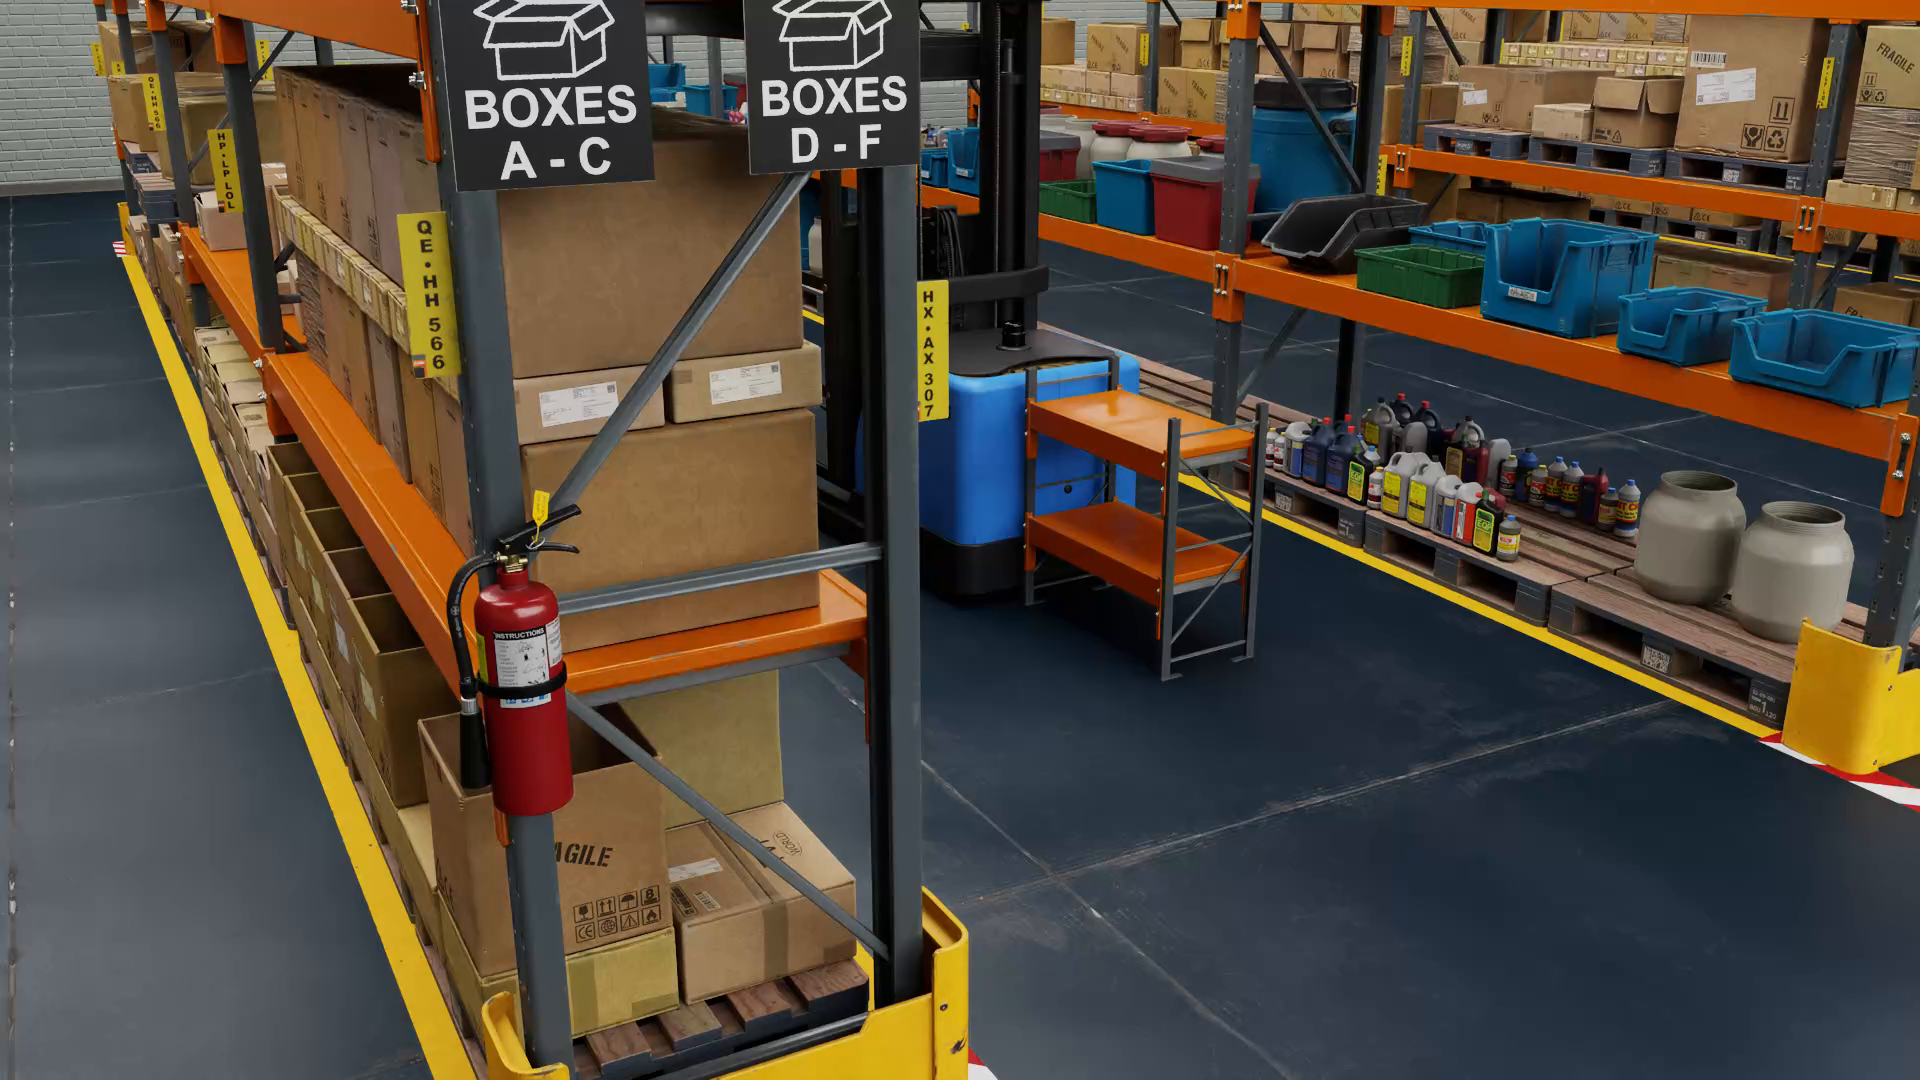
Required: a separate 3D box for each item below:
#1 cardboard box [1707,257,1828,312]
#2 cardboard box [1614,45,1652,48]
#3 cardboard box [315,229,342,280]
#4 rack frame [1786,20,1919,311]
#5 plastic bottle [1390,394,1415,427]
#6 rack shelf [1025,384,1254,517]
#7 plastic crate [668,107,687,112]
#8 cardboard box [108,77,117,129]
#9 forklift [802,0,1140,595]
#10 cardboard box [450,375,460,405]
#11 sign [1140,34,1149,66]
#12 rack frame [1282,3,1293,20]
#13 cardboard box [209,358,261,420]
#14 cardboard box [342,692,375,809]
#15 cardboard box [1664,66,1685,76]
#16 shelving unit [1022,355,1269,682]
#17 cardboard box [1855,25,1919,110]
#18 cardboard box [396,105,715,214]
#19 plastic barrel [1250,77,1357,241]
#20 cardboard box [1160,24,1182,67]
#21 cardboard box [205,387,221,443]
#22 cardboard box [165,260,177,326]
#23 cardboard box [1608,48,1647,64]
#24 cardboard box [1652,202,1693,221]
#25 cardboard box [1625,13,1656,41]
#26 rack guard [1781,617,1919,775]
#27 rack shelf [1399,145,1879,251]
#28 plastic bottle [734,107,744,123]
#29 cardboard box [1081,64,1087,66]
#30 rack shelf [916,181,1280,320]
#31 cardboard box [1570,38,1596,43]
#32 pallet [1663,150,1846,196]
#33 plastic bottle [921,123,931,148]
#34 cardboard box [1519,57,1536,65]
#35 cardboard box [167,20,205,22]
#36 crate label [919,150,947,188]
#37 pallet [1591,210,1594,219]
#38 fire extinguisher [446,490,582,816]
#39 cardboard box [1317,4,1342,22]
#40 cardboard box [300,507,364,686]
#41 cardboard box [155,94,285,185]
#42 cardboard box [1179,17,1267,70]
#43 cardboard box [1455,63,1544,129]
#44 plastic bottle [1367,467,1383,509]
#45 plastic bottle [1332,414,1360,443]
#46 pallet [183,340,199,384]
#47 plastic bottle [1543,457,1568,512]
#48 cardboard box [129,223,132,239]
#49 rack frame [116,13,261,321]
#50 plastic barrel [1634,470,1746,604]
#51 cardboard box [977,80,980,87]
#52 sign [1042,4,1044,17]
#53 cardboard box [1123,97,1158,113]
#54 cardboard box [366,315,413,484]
[{"bbox_3d":[5.985,-1.792,12.383,0.700,0.500,0.500,-12,22,-31],"label":"cardboard box"},{"bbox_3d":[7.722,-5.600,19.090,0.380,0.149,0.250,-11,22,-28],"label":"cardboard box"},{"bbox_3d":[-2.019,-1.006,5.801,0.380,0.149,0.250,-11,22,-28],"label":"cardboard box"},{"bbox_3d":[6.257,-2.586,11.527,1.000,3.000,0.127,-10,21,-27],"label":"rack frame"},{"bbox_3d":[2.458,-0.634,9.257,0.144,0.351,0.185,-11,22,-28],"label":"plastic bottle"},{"bbox_3d":[0.777,-0.406,7.187,0.538,0.278,1.000,-11,22,-30],"label":"rack shelf"},{"bbox_3d":[-2.668,-4.293,16.805,0.437,0.125,0.590,-10,21,-27],"label":"plastic crate"},{"bbox_3d":[-7.933,-4.229,16.136,0.500,0.500,0.500,-10,22,-27],"label":"cardboard box"},{"bbox_3d":[-0.328,-1.561,8.662,1.130,2.935,3.031,-11,22,-30],"label":"forklift"},{"bbox_3d":[-1.038,-0.413,4.083,0.380,0.149,0.250,-9,21,-25],"label":"cardboard box"},{"bbox_3d":[1.971,-5.243,17.778,0.100,0.325,0.005,-10,21,-27],"label":"sign"},{"bbox_3d":[4.972,-6.770,23.652,1.000,3.000,0.127,-10,21,-27],"label":"rack frame"},{"bbox_3d":[-3.875,-0.873,9.273,0.500,0.311,0.500,-11,22,-28],"label":"cardboard box"},{"bbox_3d":[-1.801,0.660,5.691,0.500,0.250,0.500,-10,21,-27],"label":"cardboard box"},{"bbox_3d":[7.762,-4.988,17.775,0.380,0.149,0.250,-10,21,-27],"label":"cardboard box"},{"bbox_3d":[0.777,-0.130,7.282,0.538,1.125,1.048,-11,22,-30],"label":"shelving unit"},{"bbox_3d":[6.247,-3.078,10.810,0.500,0.500,0.500,-10,21,-27],"label":"cardboard box"},{"bbox_3d":[-1.053,-0.866,4.401,0.700,0.500,0.500,-11,22,-28],"label":"cardboard box"},{"bbox_3d":[1.982,-2.214,9.679,0.600,0.901,0.708,-10,21,-27],"label":"plastic barrel"},{"bbox_3d":[2.456,-5.484,18.549,0.500,0.500,0.500,-10,21,-27],"label":"cardboard box"},{"bbox_3d":[-4.132,-0.760,9.806,0.500,0.250,0.500,-11,22,-28],"label":"cardboard box"},{"bbox_3d":[-5.752,-1.903,12.705,0.500,0.500,0.500,-10,21,-26],"label":"cardboard box"},{"bbox_3d":[7.400,-5.350,18.368,0.380,0.149,0.250,-9,21,-25],"label":"cardboard box"},{"bbox_3d":[7.985,-3.788,18.200,0.500,0.500,0.500,-9,21,-24],"label":"cardboard box"},{"bbox_3d":[9.998,-7.467,23.986,0.500,0.500,0.500,-10,21,-26],"label":"cardboard box"},{"bbox_3d":[3.720,0.497,6.426,1.175,0.500,0.348,-10,21,-27],"label":"rack guard"},{"bbox_3d":[5.308,-2.820,13.308,1.077,0.370,4.000,-10,21,-27],"label":"rack shelf"},{"bbox_3d":[-2.038,-3.850,15.370,0.061,0.283,0.133,-10,21,-27],"label":"plastic bottle"},{"bbox_3d":[1.756,-5.562,19.925,0.500,0.250,0.500,-10,21,-27],"label":"cardboard box"},{"bbox_3d":[0.949,-2.053,11.085,1.077,0.370,4.000,-10,21,-27],"label":"rack shelf"},{"bbox_3d":[9.520,-7.290,25.006,0.500,0.500,0.500,-10,22,-27],"label":"cardboard box"},{"bbox_3d":[6.022,-2.737,12.259,1.003,0.211,1.213,-10,21,-27],"label":"pallet"},{"bbox_3d":[-0.275,-3.331,13.864,0.061,0.283,0.133,-10,21,-27],"label":"plastic bottle"},{"bbox_3d":[6.779,-5.584,19.500,0.380,0.149,0.250,-10,22,-28],"label":"cardboard box"},{"bbox_3d":[-7.708,-4.932,16.640,0.500,0.500,0.500,-10,22,-27],"label":"cardboard box"},{"bbox_3d":[-0.131,-2.709,12.140,0.303,0.233,0.416,-10,21,-27],"label":"crate label"},{"bbox_3d":[7.243,-4.080,20.132,1.003,0.211,1.213,-10,21,-27],"label":"pallet"},{"bbox_3d":[-0.916,0.238,3.461,0.296,0.674,0.183,-10,21,-27],"label":"fire extinguisher"},{"bbox_3d":[5.197,-7.117,22.515,0.500,0.500,0.500,-9,21,-25],"label":"cardboard box"},{"bbox_3d":[-2.043,0.163,5.983,0.500,0.500,0.500,-10,21,-27],"label":"cardboard box"},{"bbox_3d":[-4.760,-2.610,10.799,0.500,0.500,0.700,16,25,39],"label":"cardboard box"},{"bbox_3d":[2.769,-5.222,17.475,0.797,0.503,0.637,-11,22,-28],"label":"cardboard box"},{"bbox_3d":[4.650,-3.831,14.338,0.500,0.500,0.500,-13,23,-33],"label":"cardboard box"},{"bbox_3d":[2.120,-0.269,8.427,0.097,0.201,0.097,0,19,0],"label":"plastic bottle"},{"bbox_3d":[2.043,-0.501,8.871,0.144,0.351,0.185,-10,21,-27],"label":"plastic bottle"},{"bbox_3d":[-5.259,-1.453,12.517,1.003,0.211,1.213,-10,21,-27],"label":"pallet"},{"bbox_3d":[3.001,-0.285,8.366,0.097,0.271,0.097,0,19,0],"label":"plastic bottle"},{"bbox_3d":[-8.146,-3.121,16.746,0.380,0.166,0.250,-10,21,-27],"label":"cardboard box"},{"bbox_3d":[-6.261,-3.349,13.739,1.000,3.000,0.127,-10,21,-27],"label":"rack frame"},{"bbox_3d":[3.180,-0.014,7.243,0.421,0.512,0.421,0,19,0],"label":"plastic barrel"},{"bbox_3d":[0.437,-5.759,21.107,0.380,0.149,0.250,-10,21,-26],"label":"cardboard box"},{"bbox_3d":[1.043,-6.770,21.514,0.100,0.325,0.005,-10,21,-27],"label":"sign"},{"bbox_3d":[2.025,-4.800,18.330,0.380,0.149,0.250,-10,21,-26],"label":"cardboard box"},{"bbox_3d":[-1.511,-0.532,5.420,0.700,0.500,0.500,-9,21,-25],"label":"cardboard box"}]
